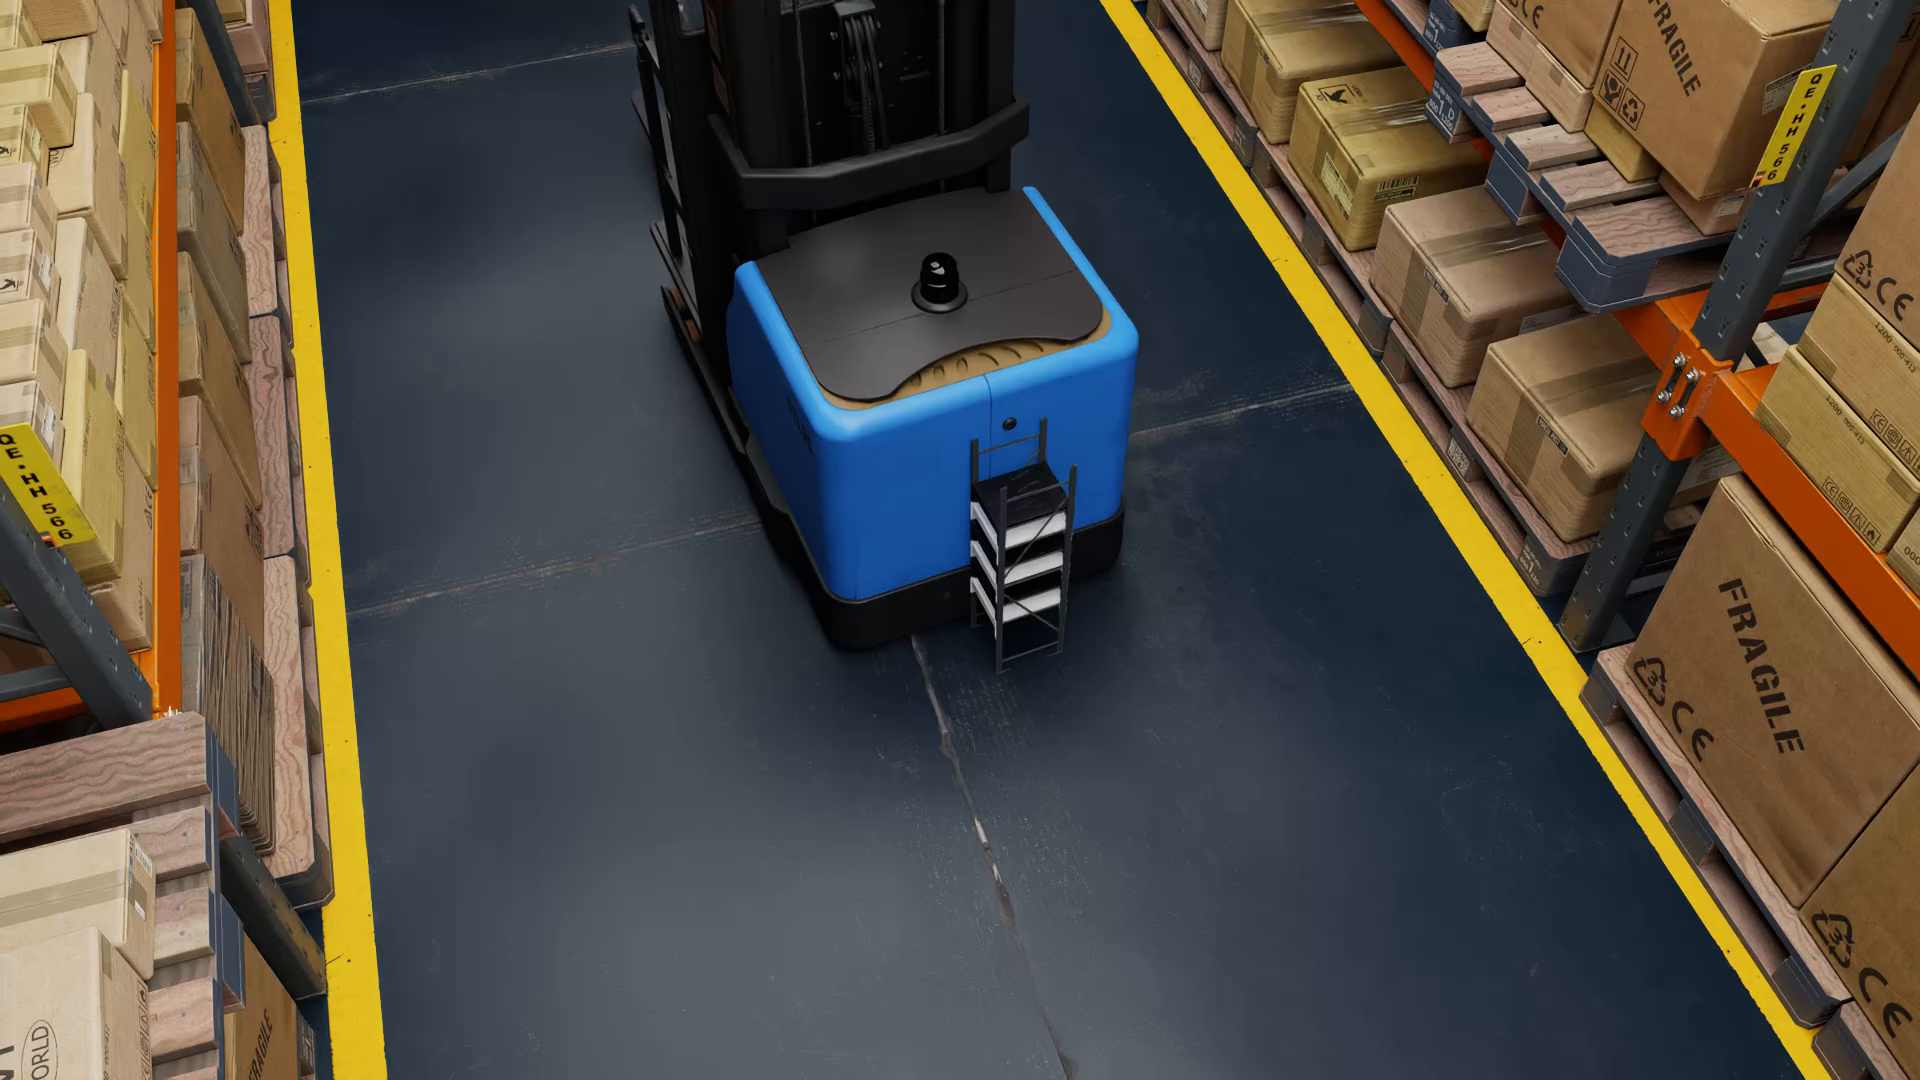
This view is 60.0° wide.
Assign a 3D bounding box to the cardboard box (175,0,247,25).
[{"bbox_3d":[-3.304,-2.376,6.988,0.500,0.250,0.500,-14,51,-11],"label":"cardboard box"}]

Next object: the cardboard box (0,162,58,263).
[{"bbox_3d":[-2.356,-0.727,3.911,0.380,0.149,0.250,-13,51,-11],"label":"cardboard box"}]

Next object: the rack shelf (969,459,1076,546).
[{"bbox_3d":[0.185,-0.114,4.948,0.258,0.077,0.200,-18,52,-15],"label":"rack shelf"}]

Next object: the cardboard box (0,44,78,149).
[{"bbox_3d":[-2.478,-1.103,4.228,0.380,0.149,0.250,-12,51,-10],"label":"cardboard box"}]

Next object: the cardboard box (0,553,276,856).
[{"bbox_3d":[-2.445,0.550,4.603,0.875,0.625,0.625,-12,51,-10],"label":"cardboard box"}]

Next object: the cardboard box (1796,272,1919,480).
[{"bbox_3d":[2.381,-0.433,3.925,0.500,0.250,0.500,-14,51,-11],"label":"cardboard box"}]

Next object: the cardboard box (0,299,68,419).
[{"bbox_3d":[-2.166,-0.357,3.599,0.380,0.149,0.250,-12,51,-10],"label":"cardboard box"}]

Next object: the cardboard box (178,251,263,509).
[{"bbox_3d":[-2.845,-0.417,5.418,0.875,0.625,0.625,-15,52,-12],"label":"cardboard box"}]

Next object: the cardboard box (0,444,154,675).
[{"bbox_3d":[-2.171,0.047,3.846,0.500,0.250,0.500,-13,51,-11],"label":"cardboard box"}]

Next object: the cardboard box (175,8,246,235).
[{"bbox_3d":[-3.291,-1.534,6.360,0.875,0.625,0.625,-11,51,-9],"label":"cardboard box"}]

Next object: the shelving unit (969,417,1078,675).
[{"bbox_3d":[0.185,0.039,5.129,0.258,0.900,0.210,-18,52,-15],"label":"shelving unit"}]

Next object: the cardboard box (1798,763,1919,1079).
[{"bbox_3d":[2.852,0.979,4.078,0.875,0.875,0.875,-13,51,-11],"label":"cardboard box"}]

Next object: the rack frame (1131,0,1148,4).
[{"bbox_3d":[1.284,-3.668,6.880,1.000,3.000,0.127,-13,51,-11],"label":"rack frame"}]

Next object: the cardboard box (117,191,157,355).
[{"bbox_3d":[-2.474,-0.696,4.473,0.500,0.250,0.500,-15,51,-12],"label":"cardboard box"}]

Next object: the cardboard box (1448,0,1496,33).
[{"bbox_3d":[1.718,-1.724,5.131,0.380,0.149,0.250,-13,51,-10],"label":"cardboard box"}]

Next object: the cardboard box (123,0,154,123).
[{"bbox_3d":[-2.786,-1.450,5.109,0.500,0.250,0.500,-13,51,-11],"label":"cardboard box"}]

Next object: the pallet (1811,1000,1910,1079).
[{"bbox_3d":[2.986,1.634,4.234,1.003,0.211,1.213,-13,51,-11],"label":"pallet"}]

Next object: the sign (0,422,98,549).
[{"bbox_3d":[-1.758,-0.099,3.166,0.100,0.325,0.005,-13,51,-11],"label":"sign"}]

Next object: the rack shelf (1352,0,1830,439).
[{"bbox_3d":[1.876,-1.975,5.924,1.077,0.370,4.000,-13,51,-11],"label":"rack shelf"}]

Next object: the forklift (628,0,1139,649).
[{"bbox_3d":[-0.496,-1.743,5.303,1.130,2.935,3.031,-18,52,-15],"label":"forklift"}]

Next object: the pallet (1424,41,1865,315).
[{"bbox_3d":[2.155,-1.181,4.909,1.213,0.211,1.003,-13,51,-11],"label":"pallet"}]

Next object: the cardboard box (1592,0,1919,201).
[{"bbox_3d":[2.067,-1.279,4.332,0.500,0.500,0.500,-15,51,-12],"label":"cardboard box"}]

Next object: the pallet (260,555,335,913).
[{"bbox_3d":[-2.479,0.667,5.050,1.003,0.211,1.213,-13,51,-11],"label":"pallet"}]

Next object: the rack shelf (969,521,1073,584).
[{"bbox_3d":[0.185,0.002,5.085,0.258,0.077,0.200,-18,52,-15],"label":"rack shelf"}]

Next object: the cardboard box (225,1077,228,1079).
[{"bbox_3d":[-1.775,1.335,3.598,0.380,0.149,0.250,-16,52,-13],"label":"cardboard box"}]

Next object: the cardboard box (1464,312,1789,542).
[{"bbox_3d":[2.310,-0.450,5.611,0.950,0.372,0.625,-16,52,-13],"label":"cardboard box"}]

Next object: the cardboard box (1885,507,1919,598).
[{"bbox_3d":[2.541,0.087,3.813,0.500,0.250,0.500,-15,51,-12],"label":"cardboard box"}]

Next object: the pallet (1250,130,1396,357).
[{"bbox_3d":[1.881,-1.308,6.715,1.003,0.211,1.213,-13,51,-11],"label":"pallet"}]

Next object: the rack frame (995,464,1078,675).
[{"bbox_3d":[0.225,0.110,5.068,0.240,0.900,0.006,-18,52,-15],"label":"rack frame"}]

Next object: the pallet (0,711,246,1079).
[{"bbox_3d":[-2.006,0.919,3.138,1.213,0.211,1.003,-13,51,-11],"label":"pallet"}]

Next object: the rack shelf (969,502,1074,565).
[{"bbox_3d":[0.185,-0.056,5.017,0.258,0.077,0.200,-18,52,-15],"label":"rack shelf"}]

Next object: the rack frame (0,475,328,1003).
[{"bbox_3d":[-2.273,0.378,3.469,1.000,3.000,0.127,-13,51,-11],"label":"rack frame"}]

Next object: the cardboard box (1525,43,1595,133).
[{"bbox_3d":[1.880,-1.341,4.808,0.380,0.149,0.250,-14,51,-11],"label":"cardboard box"}]

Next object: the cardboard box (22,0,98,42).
[{"bbox_3d":[-2.584,-1.482,4.548,0.380,0.149,0.250,-15,51,-12],"label":"cardboard box"}]

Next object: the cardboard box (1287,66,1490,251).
[{"bbox_3d":[1.865,-1.542,6.532,0.950,0.372,0.625,-12,51,-10],"label":"cardboard box"}]

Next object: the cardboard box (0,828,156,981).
[{"bbox_3d":[-1.712,0.717,3.073,0.380,0.149,0.250,-12,51,-10],"label":"cardboard box"}]

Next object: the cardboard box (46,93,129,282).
[{"bbox_3d":[-2.455,-0.866,4.289,0.500,0.250,0.500,-14,51,-12],"label":"cardboard box"}]

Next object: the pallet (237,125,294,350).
[{"bbox_3d":[-3.201,-1.115,6.552,1.003,0.211,1.213,-13,51,-11],"label":"pallet"}]

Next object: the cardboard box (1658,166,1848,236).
[{"bbox_3d":[2.146,-0.987,4.510,0.380,0.149,0.250,-12,51,-10],"label":"cardboard box"}]

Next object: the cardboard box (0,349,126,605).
[{"bbox_3d":[-2.147,-0.119,3.660,0.500,0.250,0.500,-13,51,-11],"label":"cardboard box"}]

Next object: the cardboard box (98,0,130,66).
[{"bbox_3d":[-2.762,-1.606,4.913,0.500,0.250,0.500,-12,51,-10],"label":"cardboard box"}]

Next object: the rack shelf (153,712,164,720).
[{"bbox_3d":[-1.682,2.071,2.513,1.077,0.370,4.000,-13,51,-11],"label":"rack shelf"}]

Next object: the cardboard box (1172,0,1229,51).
[{"bbox_3d":[1.442,-2.574,7.402,0.950,0.372,0.625,-13,51,-11],"label":"cardboard box"}]
